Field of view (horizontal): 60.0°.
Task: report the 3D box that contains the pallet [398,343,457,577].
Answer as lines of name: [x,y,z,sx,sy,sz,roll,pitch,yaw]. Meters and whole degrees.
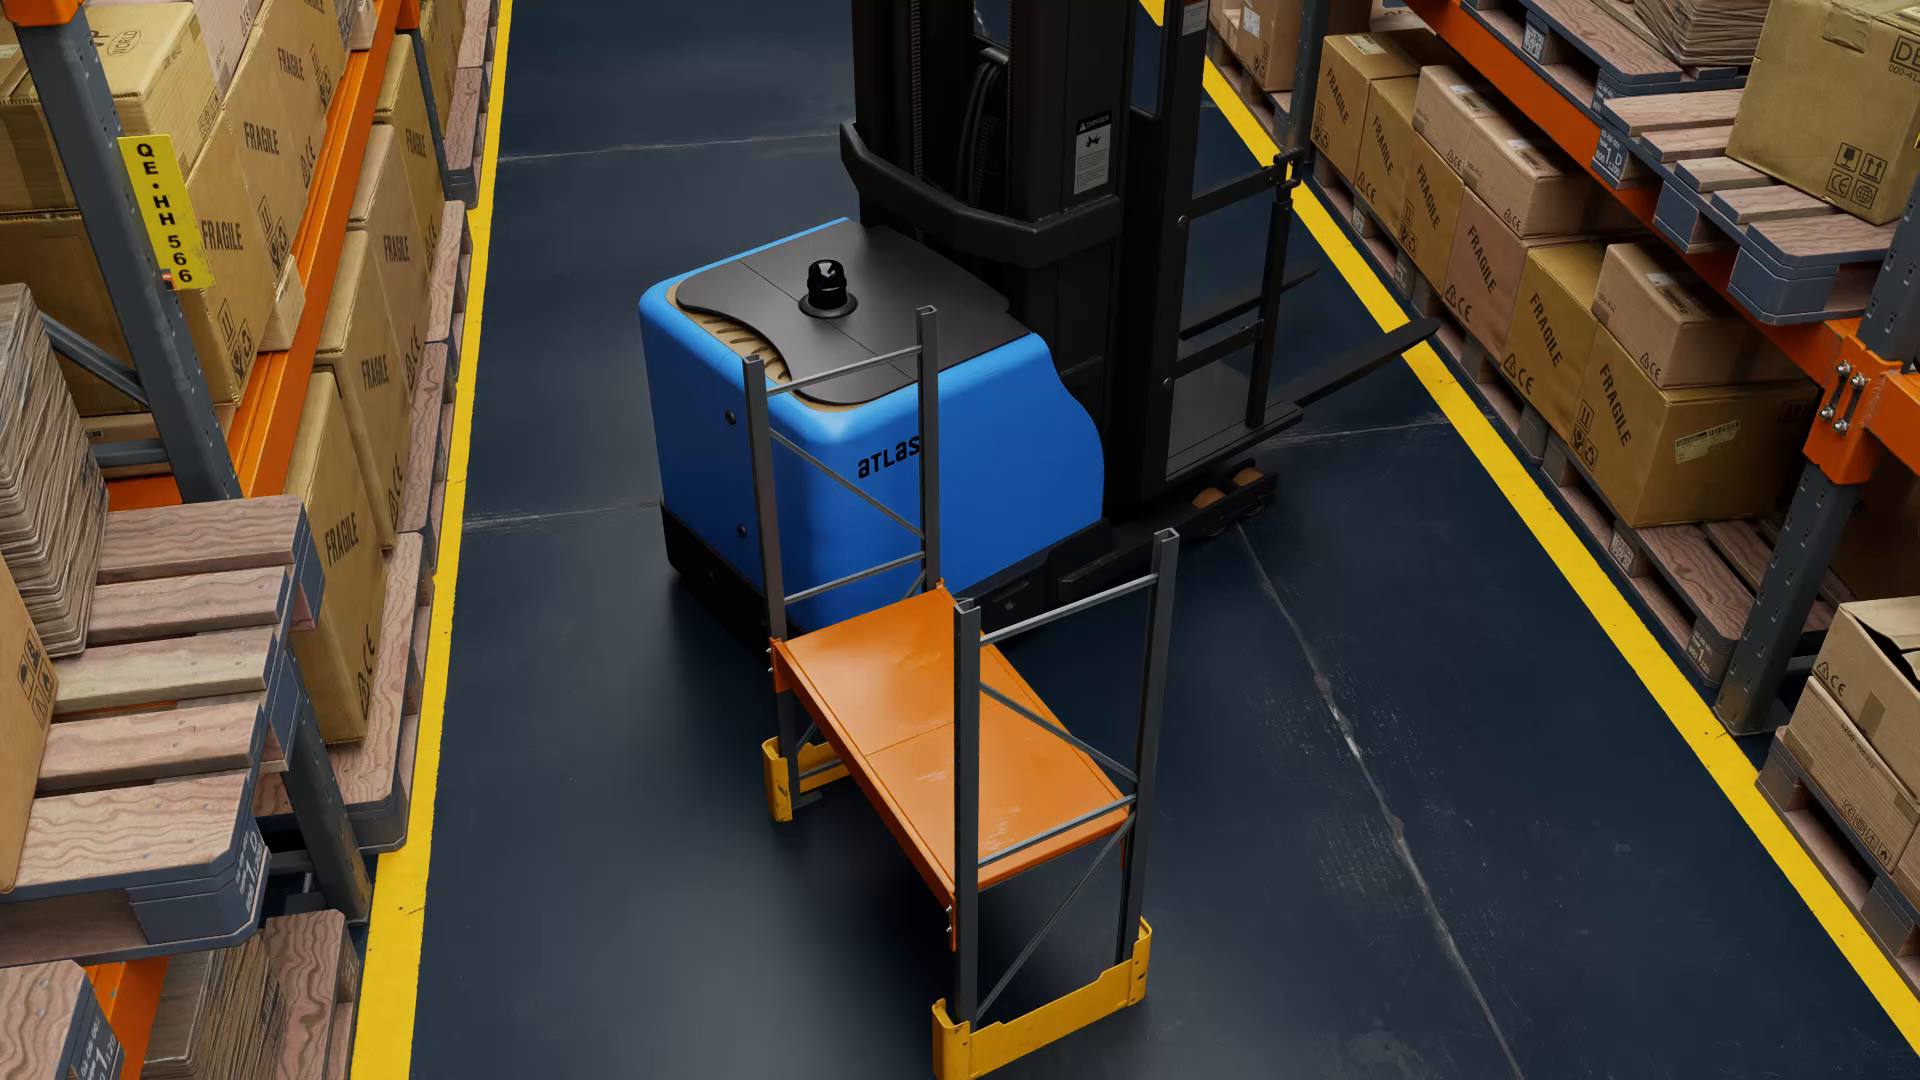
pallet: [-2.355,-0.262,5.916,1.003,0.211,1.213,-6,38,-8]

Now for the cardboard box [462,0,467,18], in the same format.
cardboard box: [-3.085,-3.137,9.038,0.700,0.500,0.500,-7,38,-9]

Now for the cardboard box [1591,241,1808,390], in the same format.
cardboard box: [2.387,-0.735,5.319,0.500,0.250,0.500,-5,38,-6]

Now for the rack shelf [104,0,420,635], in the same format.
rack shelf: [-2.431,-1.068,5.266,1.077,0.370,4.000,-6,38,-8]

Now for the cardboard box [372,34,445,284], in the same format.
cardboard box: [-2.539,-1.498,6.643,0.750,0.750,0.750,-6,38,-7]

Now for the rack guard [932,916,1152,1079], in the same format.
rack guard: [0.204,1.132,4.089,0.587,0.250,0.087,-19,42,-23]

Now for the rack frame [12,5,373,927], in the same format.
rack frame: [-2.080,-0.144,3.490,1.000,3.000,0.127,-6,38,-8]

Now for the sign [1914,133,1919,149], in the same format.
sign: [2.264,-1.041,3.766,0.100,0.325,0.005,-6,38,-8]

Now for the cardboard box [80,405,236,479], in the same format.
cardboard box: [-1.910,-0.276,3.849,0.380,0.149,0.250,-7,38,-9]

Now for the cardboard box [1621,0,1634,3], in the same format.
cardboard box: [2.465,-2.240,5.764,0.700,0.500,0.500,-16,41,-19]

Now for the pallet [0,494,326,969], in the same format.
pallet: [-1.850,0.351,3.010,1.213,0.211,1.003,-6,38,-8]

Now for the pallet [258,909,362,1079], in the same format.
pallet: [-1.945,1.429,3.738,1.003,0.211,1.213,-6,38,-8]

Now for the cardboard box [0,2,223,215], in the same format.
cardboard box: [-1.911,-0.924,3.543,0.500,0.250,0.500,-5,38,-7]

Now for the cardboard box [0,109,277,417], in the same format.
cardboard box: [-1.913,-0.630,3.775,0.500,0.500,0.500,-5,38,-7]

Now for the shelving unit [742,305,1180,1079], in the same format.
shelving unit: [-0.038,0.371,4.049,0.587,1.500,1.083,-19,42,-23]

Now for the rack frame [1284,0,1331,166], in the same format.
rack frame: [2.095,-3.095,7.289,1.000,3.000,0.127,-6,38,-8]

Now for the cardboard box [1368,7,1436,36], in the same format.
cardboard box: [2.234,-2.484,8.335,0.500,0.311,0.500,-6,38,-8]

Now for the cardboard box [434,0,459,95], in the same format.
cardboard box: [-2.896,-2.505,8.225,0.700,0.500,0.500,-7,38,-8]

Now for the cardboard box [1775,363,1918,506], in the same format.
cardboard box: [2.900,-0.487,5.611,0.500,0.500,0.500,-8,38,-10]

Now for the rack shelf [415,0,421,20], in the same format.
rack shelf: [-3.132,-3.484,8.376,1.077,0.370,4.000,-6,38,-8]

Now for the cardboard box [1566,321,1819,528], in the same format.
cardboard box: [2.401,-0.405,5.506,0.500,0.500,0.500,-5,38,-6]

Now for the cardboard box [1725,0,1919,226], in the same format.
cardboard box: [2.575,-1.253,4.494,0.700,0.500,0.500,-19,42,-23]

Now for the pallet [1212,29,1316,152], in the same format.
pallet: [1.975,-2.409,8.679,1.003,0.211,1.213,-6,38,-8]

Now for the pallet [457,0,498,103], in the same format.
pallet: [-3.055,-2.665,9.008,1.003,0.211,1.213,-6,38,-8]

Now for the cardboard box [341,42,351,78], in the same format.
cardboard box: [-2.293,-1.676,5.650,0.380,0.149,0.250,-6,38,-8]

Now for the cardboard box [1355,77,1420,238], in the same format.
cardboard box: [2.044,-1.642,7.098,0.500,0.500,0.500,-6,38,-7]

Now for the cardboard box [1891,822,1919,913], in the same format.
cardboard box: [2.688,0.892,4.055,0.500,0.250,0.500,-7,38,-9]

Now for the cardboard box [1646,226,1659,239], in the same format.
cardboard box: [2.721,-1.105,6.406,0.500,0.500,0.500,-7,38,-9]

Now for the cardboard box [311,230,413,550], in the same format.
cardboard box: [-2.227,-0.449,5.293,0.750,0.750,0.750,-6,38,-8]

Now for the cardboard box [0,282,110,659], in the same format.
cardboard box: [-1.988,-0.074,2.961,0.700,0.500,0.500,-11,39,-13]

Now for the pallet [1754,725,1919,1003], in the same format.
pallet: [2.902,0.924,4.389,1.003,0.211,1.213,-6,38,-8]

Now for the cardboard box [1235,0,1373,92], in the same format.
cardboard box: [1.716,-2.595,8.324,0.500,0.500,0.500,-6,38,-8]

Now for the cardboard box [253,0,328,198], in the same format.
cardboard box: [-2.082,-1.247,4.570,0.500,0.500,0.500,-6,38,-8]

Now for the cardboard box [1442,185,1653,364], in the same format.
cardboard box: [2.213,-1.034,6.315,0.500,0.500,0.500,-8,38,-10]

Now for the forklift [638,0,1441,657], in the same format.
forklift: [0.486,-1.398,5.160,3.031,2.935,1.130,-26,45,-30]

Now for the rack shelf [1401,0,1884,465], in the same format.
rack shelf: [2.446,-1.603,5.955,1.077,0.370,4.000,-6,38,-8]

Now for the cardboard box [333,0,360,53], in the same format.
cardboard box: [-2.273,-1.862,5.361,0.500,0.500,0.500,-6,38,-8]

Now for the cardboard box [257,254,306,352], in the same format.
cardboard box: [-1.909,-0.599,4.265,0.380,0.149,0.250,-5,38,-7]

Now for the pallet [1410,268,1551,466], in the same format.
pallet: [2.492,-0.768,6.567,1.003,0.211,1.213,-6,38,-8]

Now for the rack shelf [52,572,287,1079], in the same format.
rack shelf: [-1.729,1.348,2.156,1.077,0.370,4.000,-6,38,-8]

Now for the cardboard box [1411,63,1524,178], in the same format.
cardboard box: [2.115,-1.655,6.503,0.500,0.250,0.500,-6,38,-8]

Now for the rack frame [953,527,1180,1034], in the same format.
rack frame: [0.213,0.649,3.692,0.500,1.500,0.032,-19,42,-23]

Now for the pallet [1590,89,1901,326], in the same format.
pallet: [2.608,-1.005,4.755,1.213,0.211,1.003,-6,38,-8]

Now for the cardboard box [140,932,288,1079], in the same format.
cardboard box: [-1.903,1.099,3.570,0.700,0.500,0.500,-6,38,-7]

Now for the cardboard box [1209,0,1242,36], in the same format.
cardboard box: [1.584,-2.974,8.966,0.500,0.311,0.500,-6,38,-8]
